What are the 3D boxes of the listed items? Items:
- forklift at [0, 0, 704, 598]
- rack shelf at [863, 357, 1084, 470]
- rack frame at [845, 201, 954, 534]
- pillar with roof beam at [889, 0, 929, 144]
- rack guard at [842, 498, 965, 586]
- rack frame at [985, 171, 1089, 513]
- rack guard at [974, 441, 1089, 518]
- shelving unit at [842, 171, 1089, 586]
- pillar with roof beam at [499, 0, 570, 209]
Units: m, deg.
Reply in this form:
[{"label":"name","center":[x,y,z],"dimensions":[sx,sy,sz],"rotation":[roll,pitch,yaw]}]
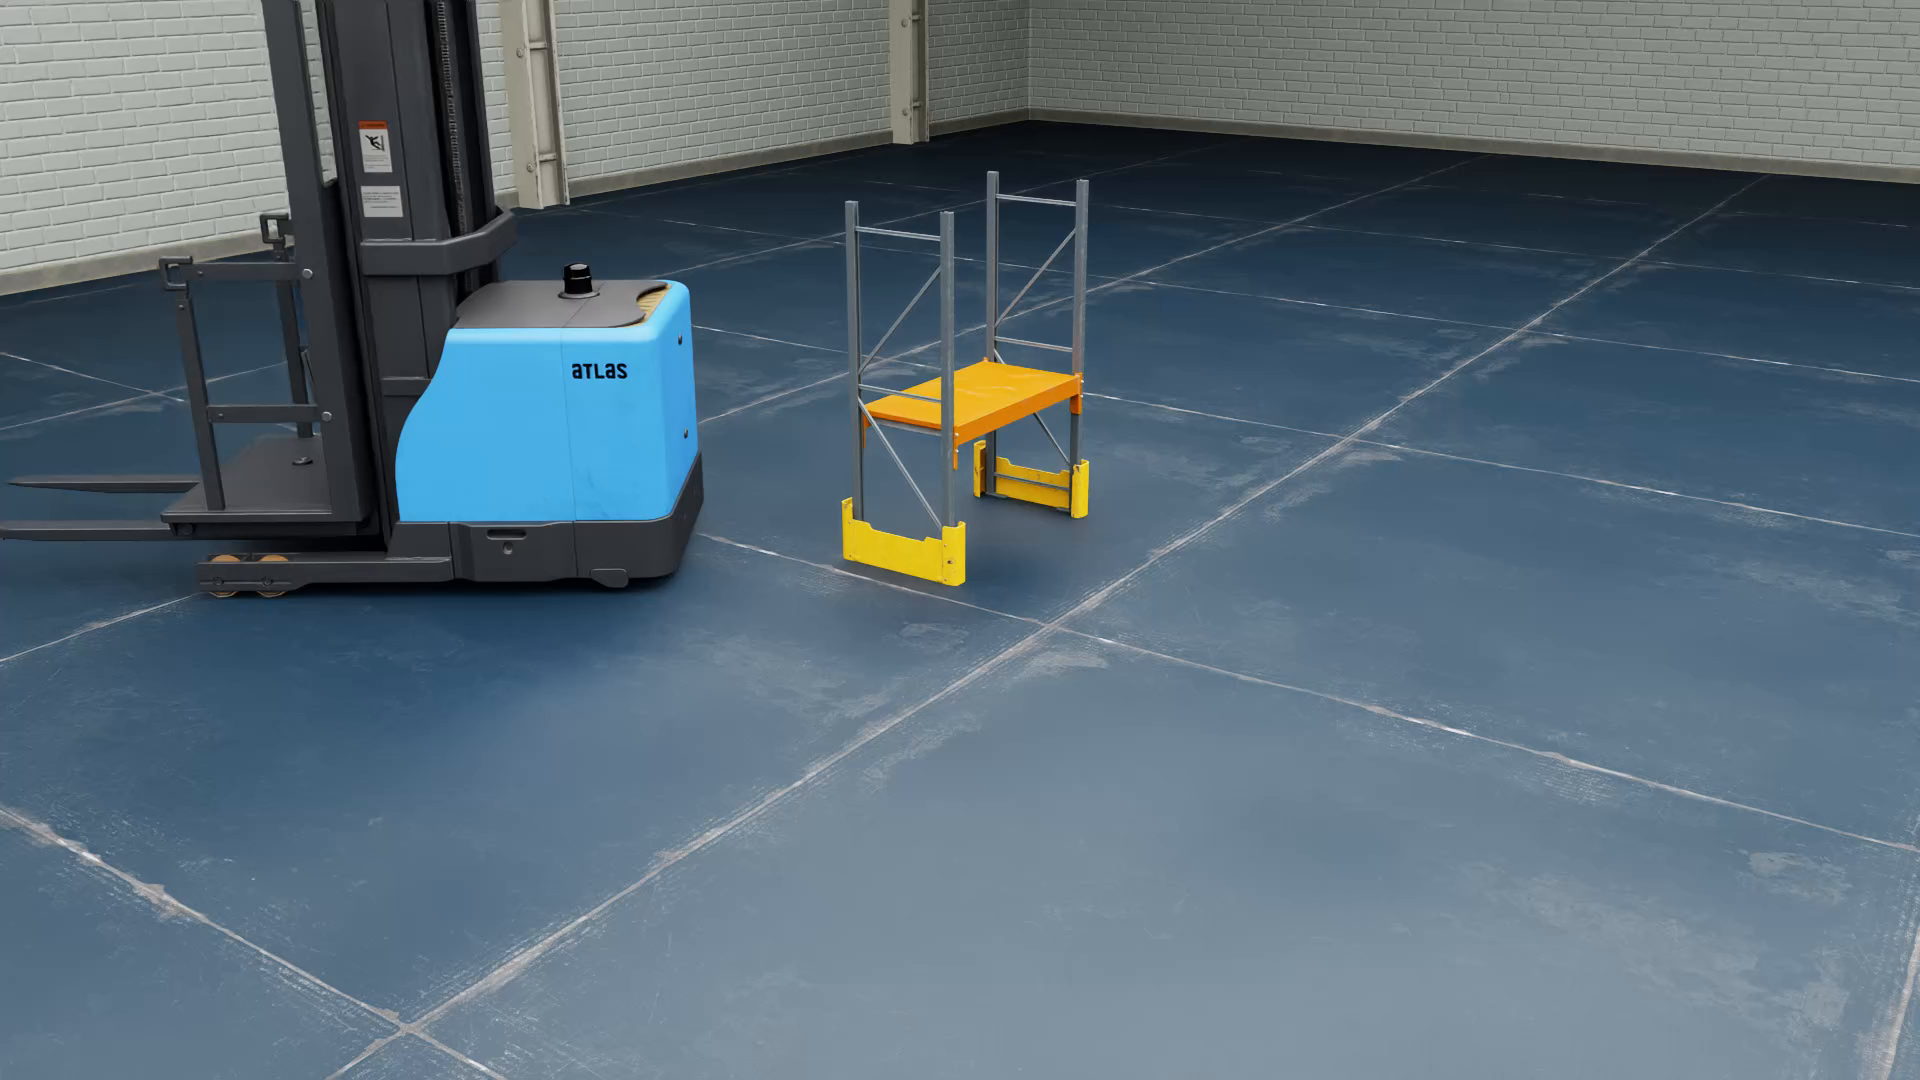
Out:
[{"label":"forklift","center":[-2.669,-1.330,6.635],"dimensions":[3.031,2.935,1.130],"rotation":[0,20,-1]},{"label":"rack shelf","center":[0.048,-0.559,7.133],"dimensions":[0.538,0.185,1.000],"rotation":[13,24,32]},{"label":"rack frame","center":[-0.238,-0.582,6.677],"dimensions":[0.500,1.500,0.032],"rotation":[13,24,32]},{"label":"pillar with roof beam","center":[2.944,-8.312,16.765],"dimensions":[9.100,9.000,0.400],"rotation":[13,24,32]},{"label":"rack guard","center":[-0.237,0.004,6.894],"dimensions":[0.587,0.250,0.087],"rotation":[13,24,32]},{"label":"rack frame","center":[0.334,-0.874,7.465],"dimensions":[0.500,1.500,0.032],"rotation":[13,24,32]},{"label":"rack guard","center":[0.323,-0.282,7.667],"dimensions":[0.587,0.250,0.087],"rotation":[13,24,32]},{"label":"shelving unit","center":[0.043,-0.725,7.064],"dimensions":[0.587,1.500,1.083],"rotation":[13,24,32]},{"label":"pillar with roof beam","center":[-0.429,-6.590,12.111],"dimensions":[9.100,9.000,0.400],"rotation":[13,24,32]}]
